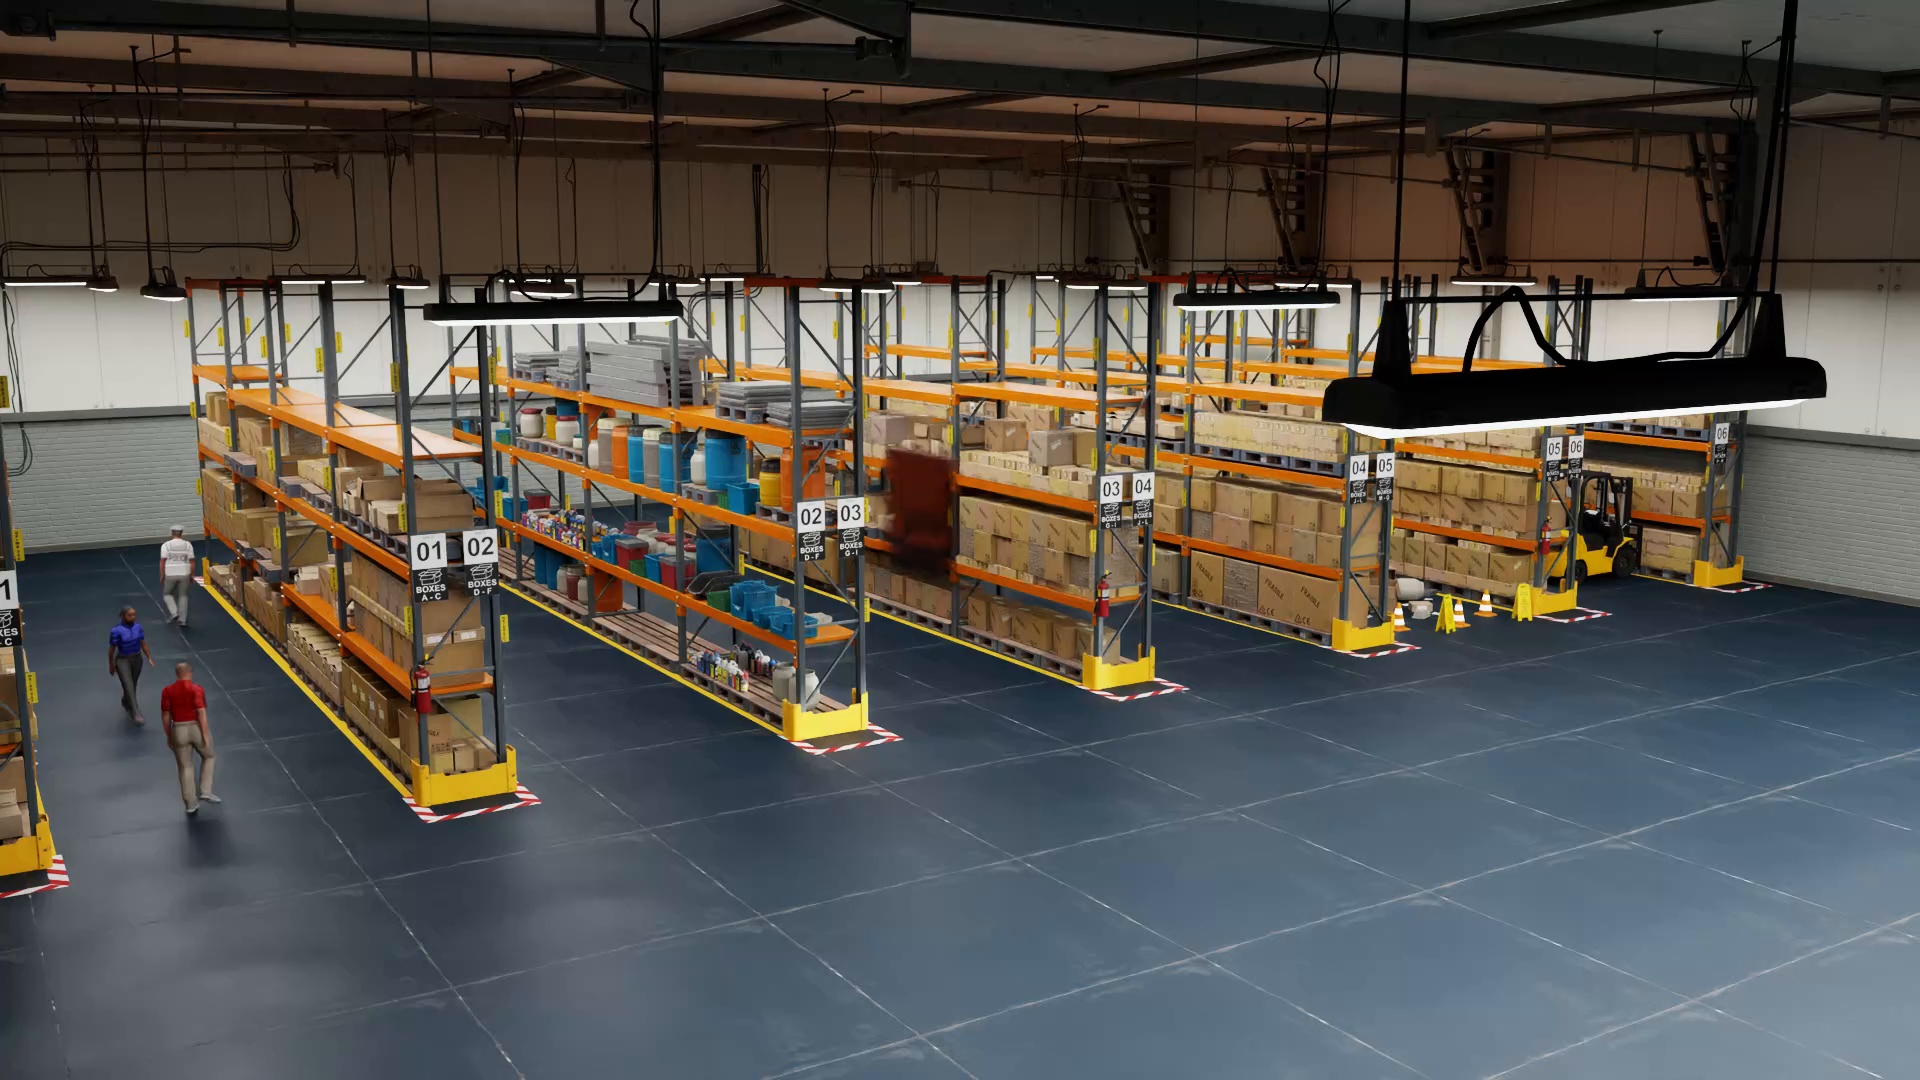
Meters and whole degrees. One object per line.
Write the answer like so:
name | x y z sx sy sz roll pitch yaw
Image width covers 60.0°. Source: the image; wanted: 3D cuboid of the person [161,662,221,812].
person | -8.939 2.281 19.278 0.562 1.728 0.515 -3 10 -17

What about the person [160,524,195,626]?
person | -13.623 0.628 28.973 0.574 1.749 0.472 -6 11 -30

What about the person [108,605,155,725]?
person | -11.508 1.680 23.055 1.075 1.584 0.523 9 13 41
